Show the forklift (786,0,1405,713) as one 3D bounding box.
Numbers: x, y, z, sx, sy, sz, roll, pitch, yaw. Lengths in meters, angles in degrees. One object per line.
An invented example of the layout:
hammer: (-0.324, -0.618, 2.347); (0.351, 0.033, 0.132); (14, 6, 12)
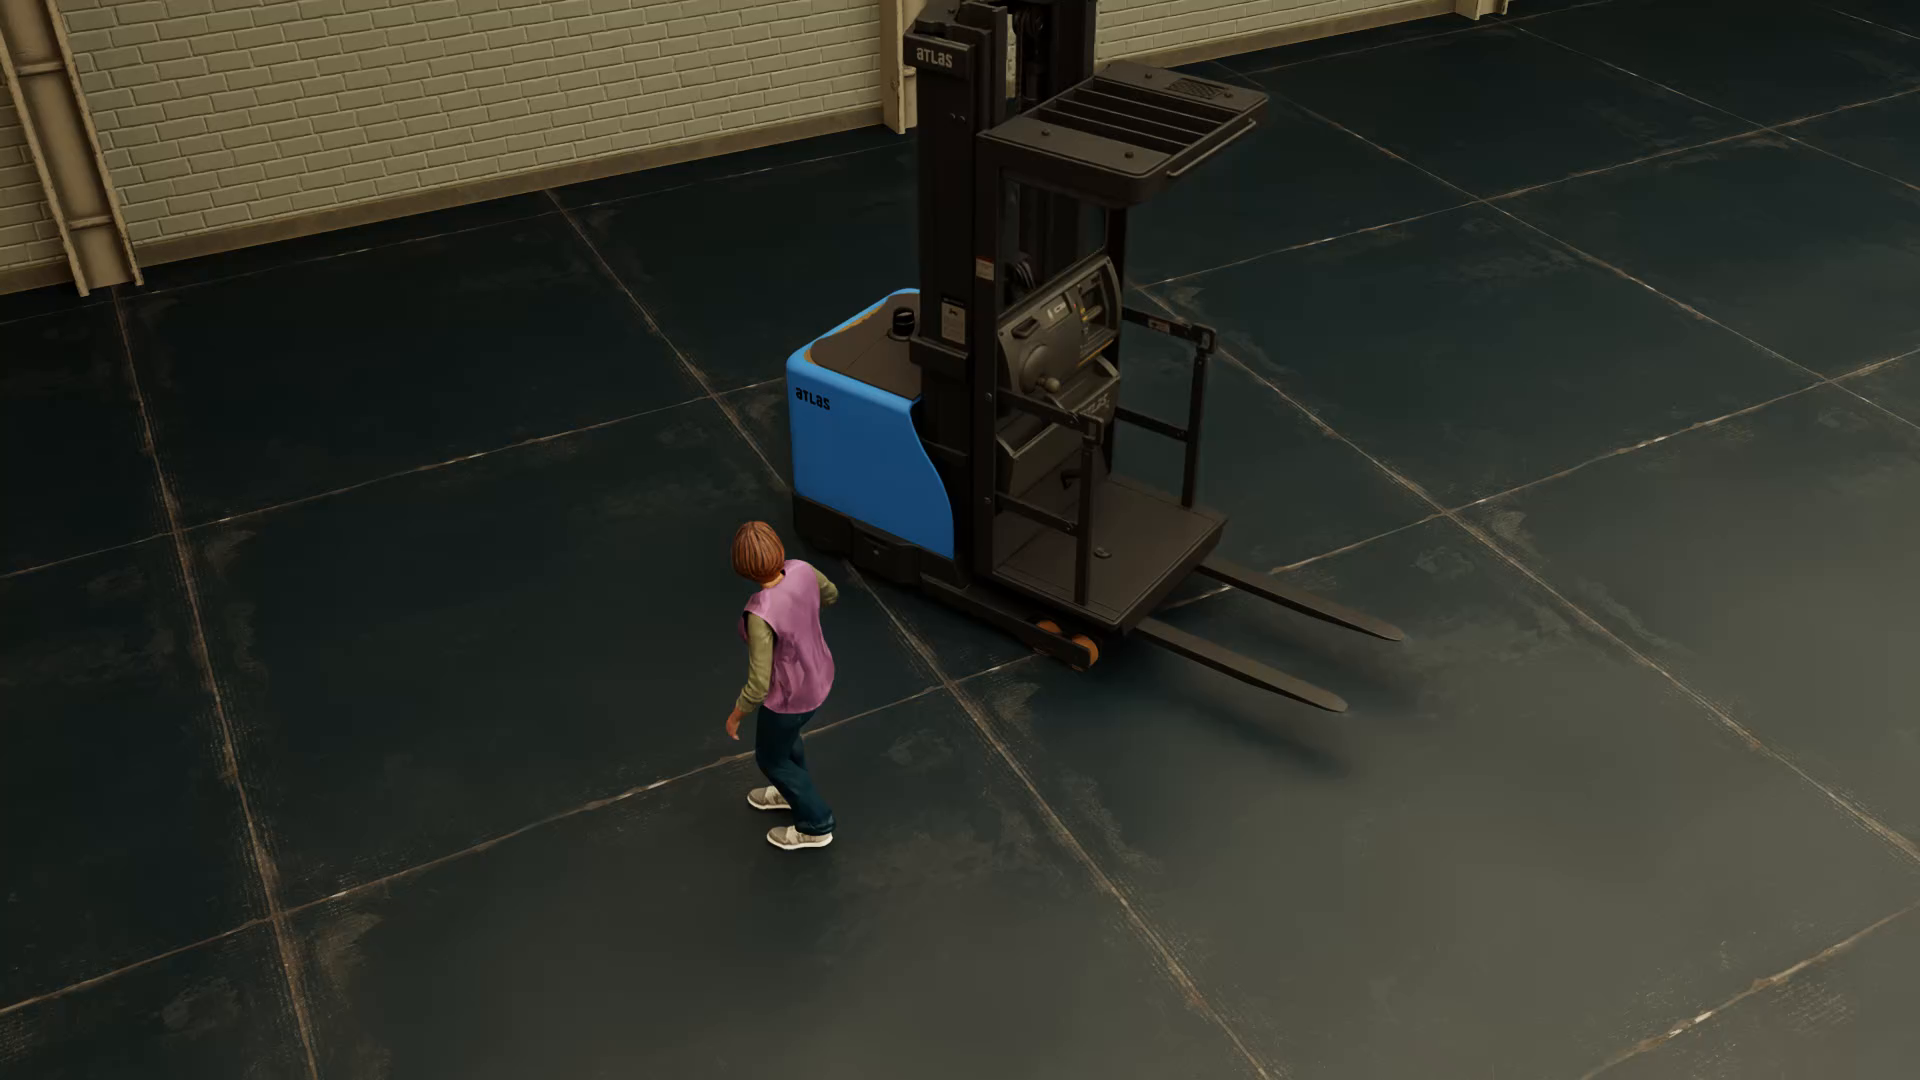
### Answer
forklift: (0.630, -0.934, 7.445); (3.031, 2.935, 1.130); (23, 41, 29)

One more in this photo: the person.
person: (-0.726, 0.585, 6.485); (0.446, 1.571, 0.611); (9, 36, 13)
